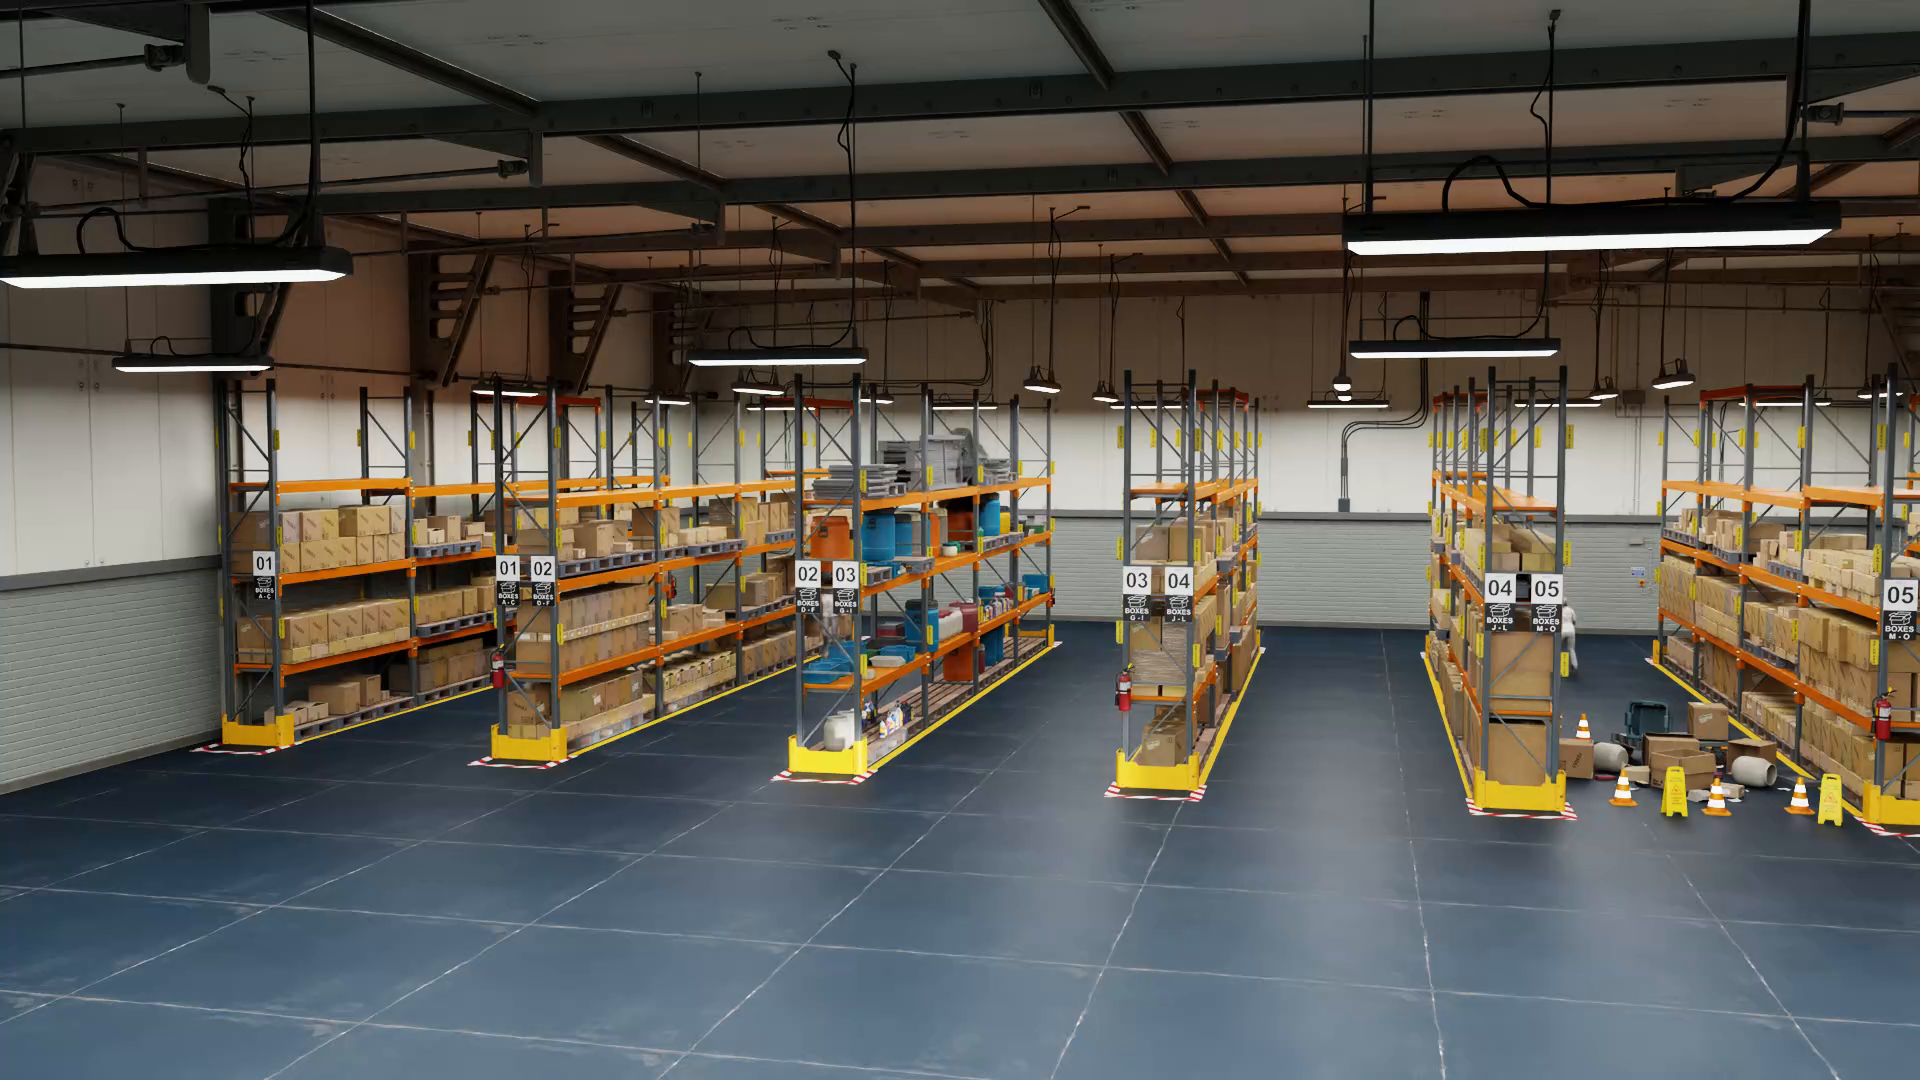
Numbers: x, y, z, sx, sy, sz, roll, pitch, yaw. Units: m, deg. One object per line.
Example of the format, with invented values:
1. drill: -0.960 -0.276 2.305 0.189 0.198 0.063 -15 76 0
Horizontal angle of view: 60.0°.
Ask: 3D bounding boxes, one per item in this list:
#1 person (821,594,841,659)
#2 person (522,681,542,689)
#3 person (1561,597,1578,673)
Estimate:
1. person: -2.823 1.728 36.335 0.582 1.785 0.709 1 3 10
2. person: -7.500 2.405 29.361 0.607 1.723 0.797 0 3 -4
3. person: 12.943 2.052 35.567 0.607 1.655 0.956 0 3 -4
